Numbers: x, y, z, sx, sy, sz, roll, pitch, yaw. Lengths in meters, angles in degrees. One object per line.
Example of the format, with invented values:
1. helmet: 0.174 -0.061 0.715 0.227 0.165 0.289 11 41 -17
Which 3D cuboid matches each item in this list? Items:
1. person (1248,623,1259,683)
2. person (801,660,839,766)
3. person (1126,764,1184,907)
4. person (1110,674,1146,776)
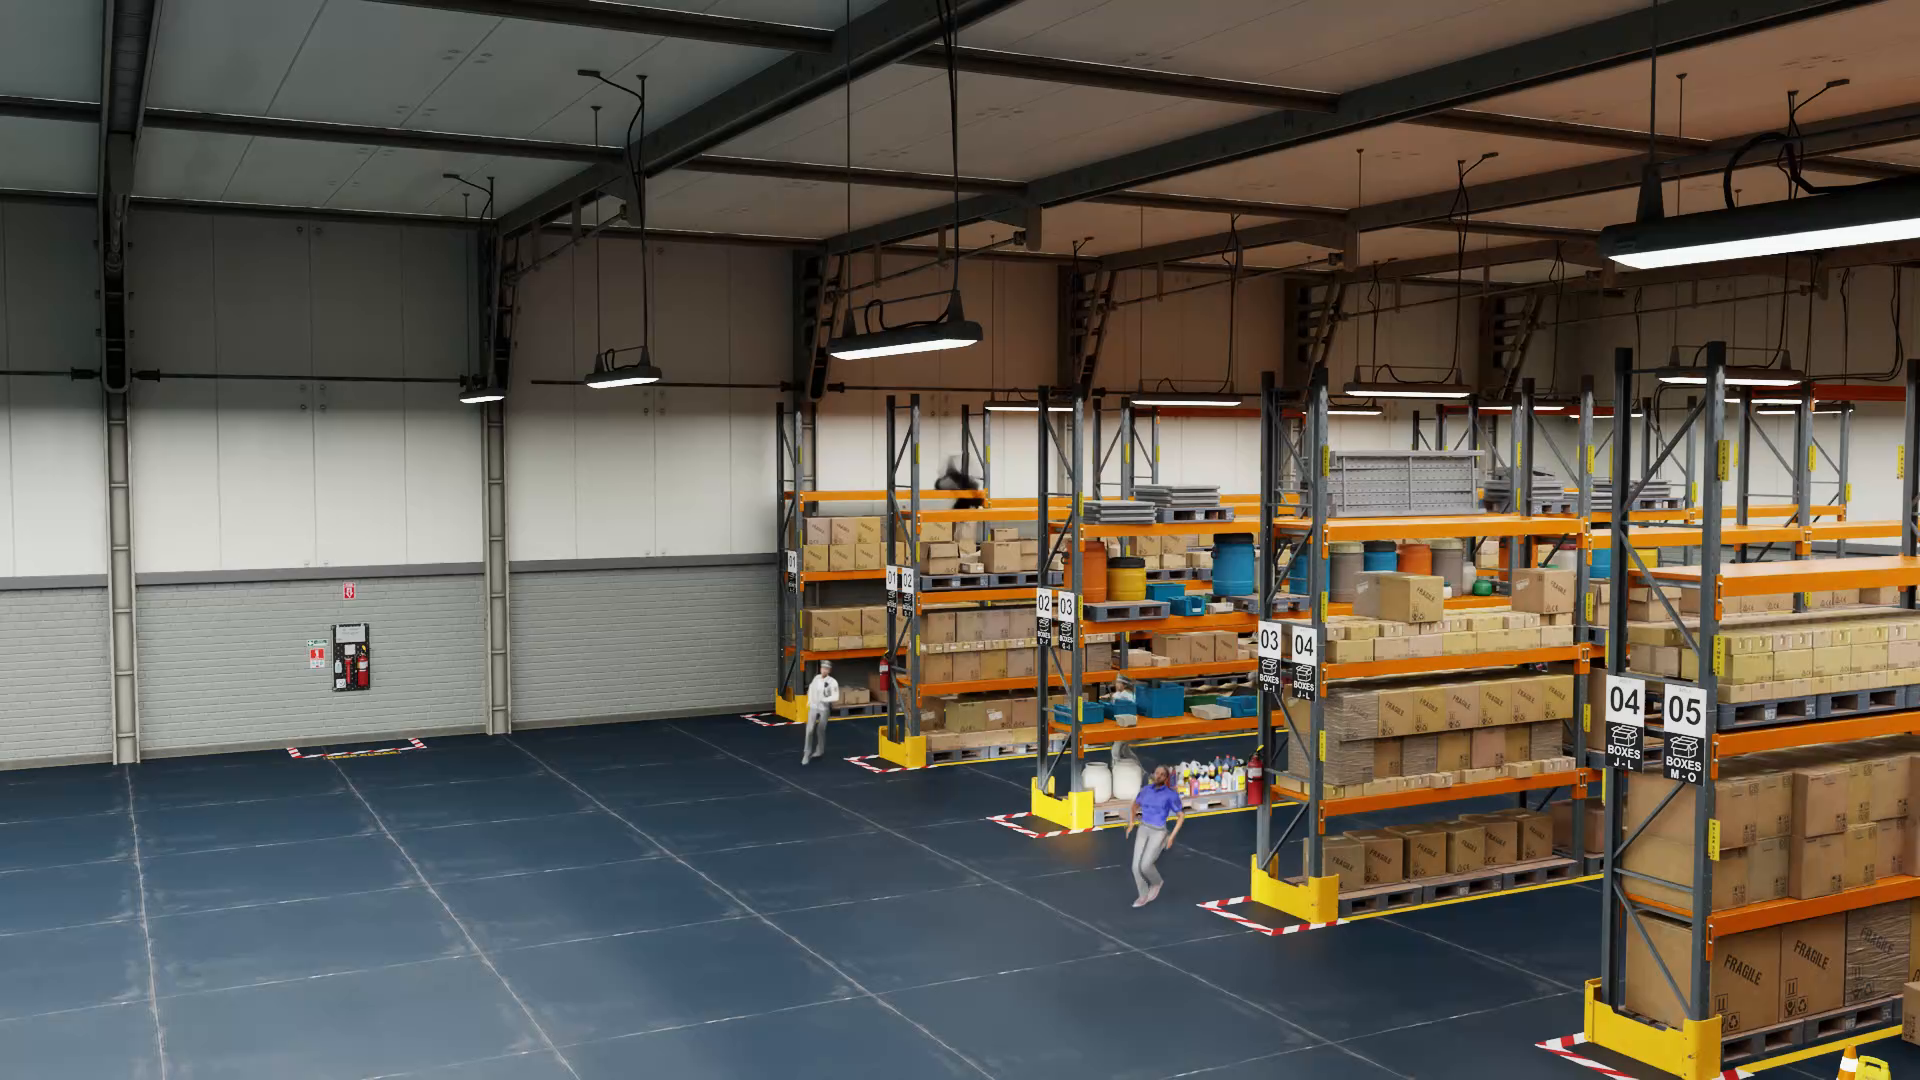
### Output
1. person: 5.885 2.444 32.818 0.751 1.768 0.718 -1 3 -22
2. person: -2.234 2.804 27.154 0.591 1.726 0.687 1 3 12
3. person: 2.139 3.328 18.626 0.632 1.595 0.482 3 4 39
4. person: 2.496 2.894 25.222 0.781 1.752 0.599 -1 4 -24
